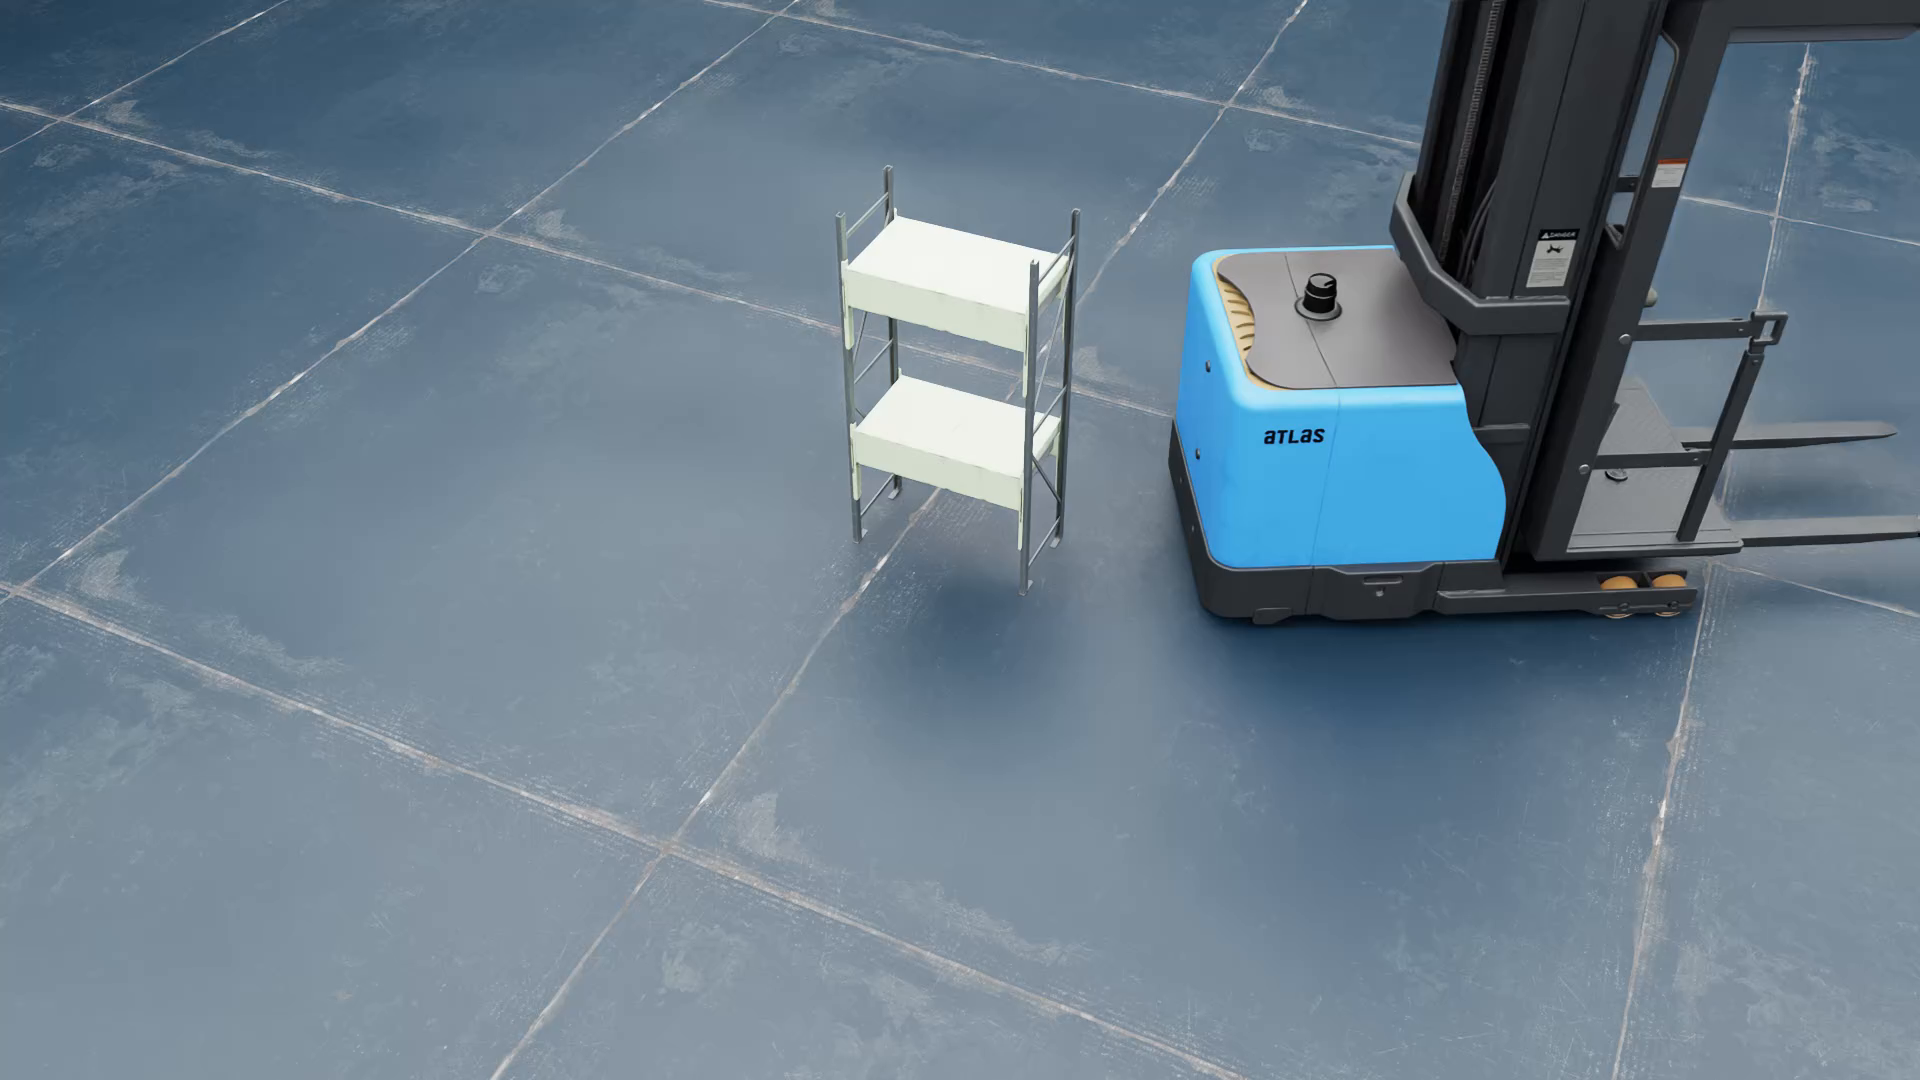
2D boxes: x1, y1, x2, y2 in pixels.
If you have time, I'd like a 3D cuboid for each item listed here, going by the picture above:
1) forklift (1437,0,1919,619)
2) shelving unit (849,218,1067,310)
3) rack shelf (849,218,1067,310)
[{"bbox_3d":[2.843,-1.091,5.923,2.170,2.733,1.118,-2,41,-2],"label":"forklift"},{"bbox_3d":[-0.006,-0.964,5.918,0.686,0.052,0.368,17,44,19],"label":"shelving unit"},{"bbox_3d":[-0.006,-0.964,5.918,0.686,0.052,0.368,17,44,19],"label":"rack shelf"}]
